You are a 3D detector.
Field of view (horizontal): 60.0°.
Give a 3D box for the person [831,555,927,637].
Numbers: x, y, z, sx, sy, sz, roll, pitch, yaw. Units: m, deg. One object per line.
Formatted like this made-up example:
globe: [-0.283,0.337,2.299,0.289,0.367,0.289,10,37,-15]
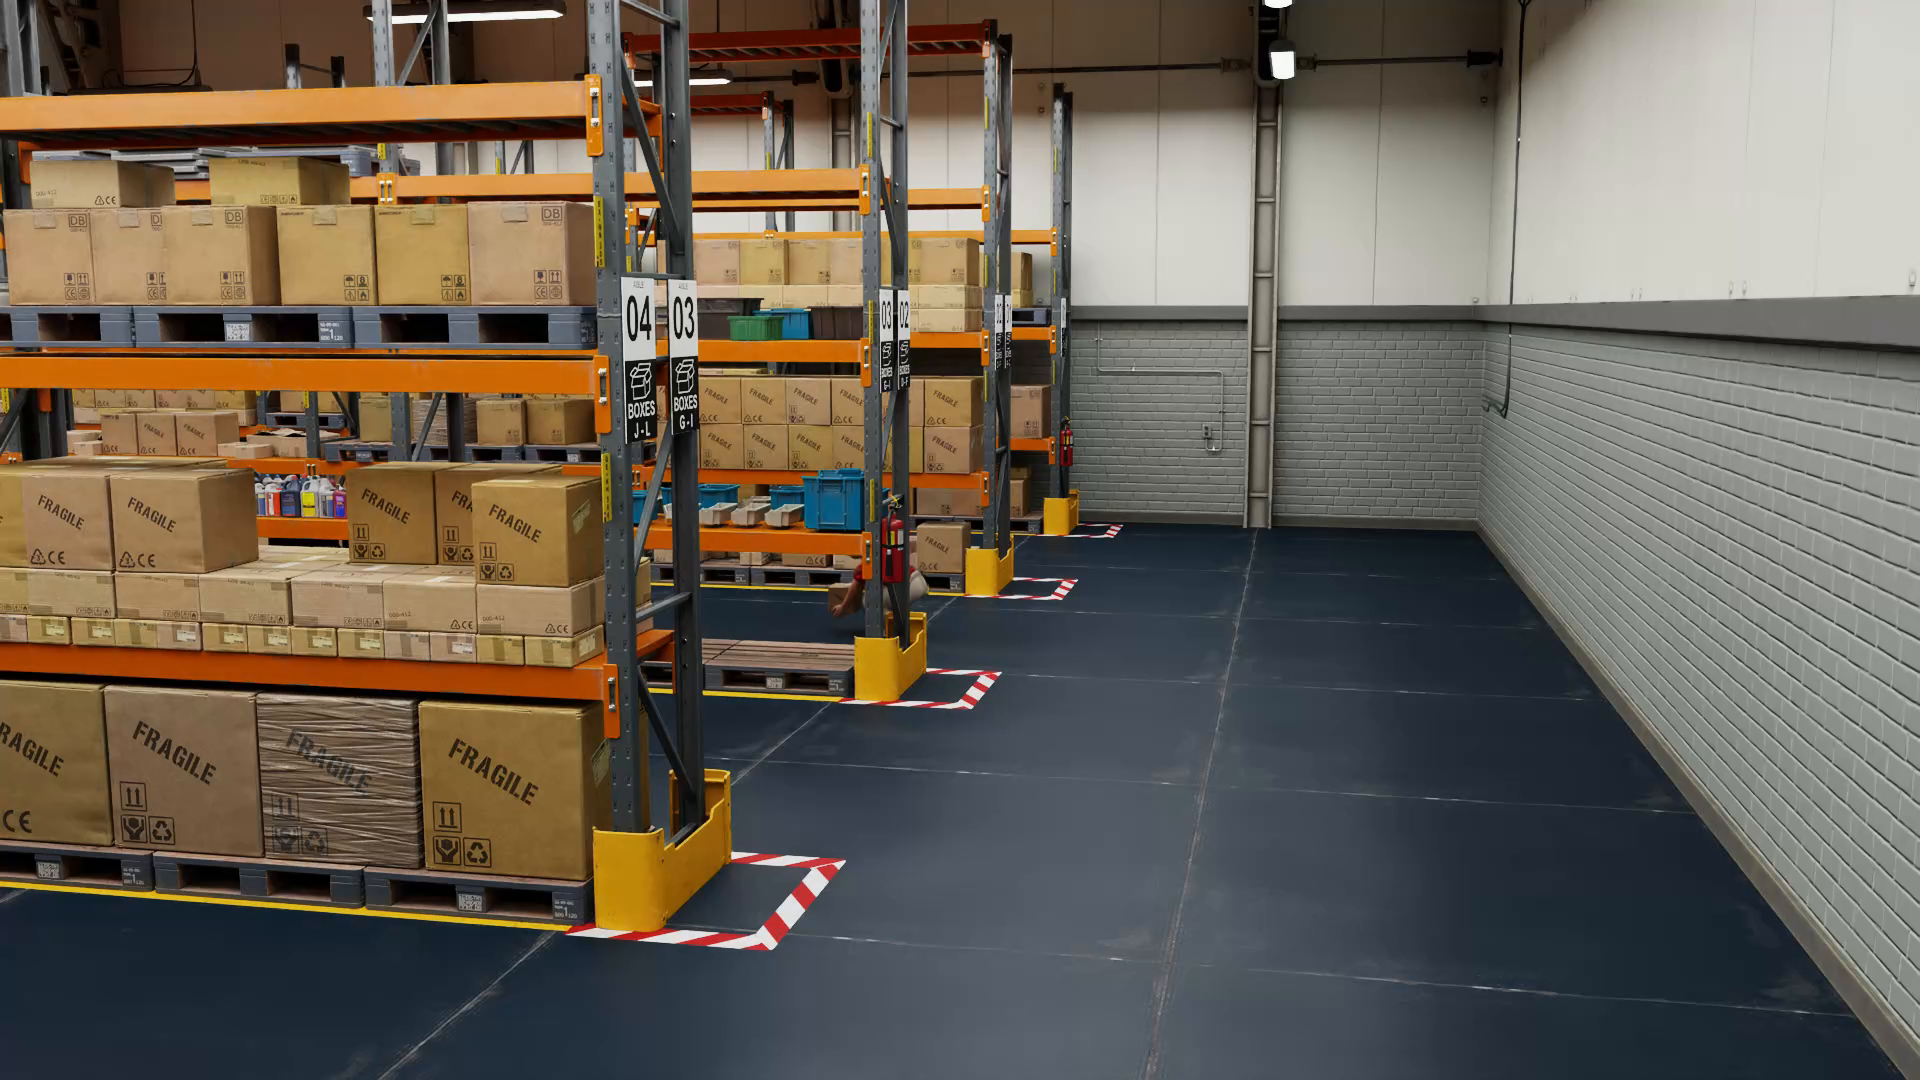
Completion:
person: [-0.763,0.413,15.695,0.886,0.976,0.539,1,8,10]
